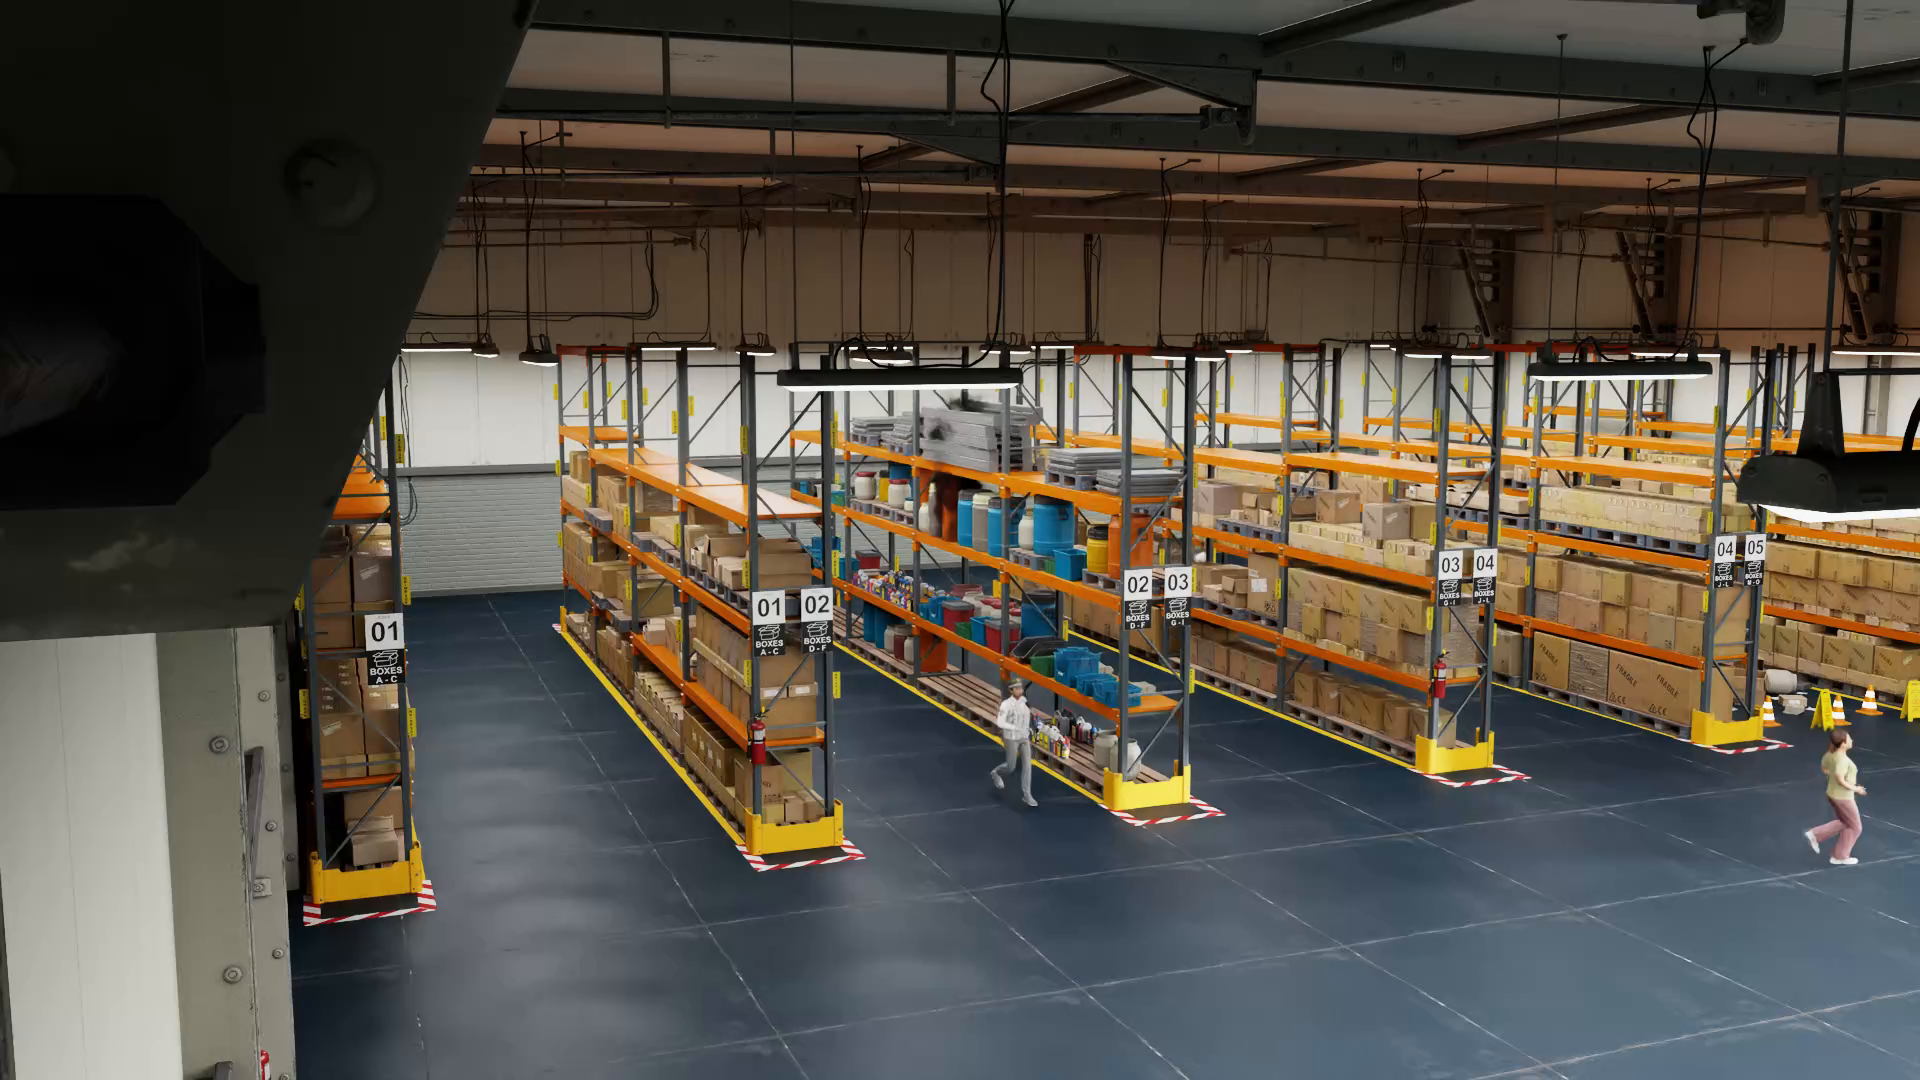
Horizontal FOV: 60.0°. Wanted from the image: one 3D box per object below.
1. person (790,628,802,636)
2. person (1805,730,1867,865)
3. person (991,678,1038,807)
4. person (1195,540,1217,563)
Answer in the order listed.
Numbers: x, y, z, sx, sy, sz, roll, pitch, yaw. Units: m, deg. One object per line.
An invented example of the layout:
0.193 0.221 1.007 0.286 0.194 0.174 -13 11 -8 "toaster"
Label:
-2.981 1.504 29.669 0.657 1.683 0.587 -4 9 -32 "person"
10.358 3.037 19.657 0.579 1.618 0.578 1 7 8 "person"
0.749 2.665 22.296 0.616 1.692 0.901 -5 9 -35 "person"
5.446 0.826 36.895 0.625 1.701 0.850 -2 8 -16 "person"
